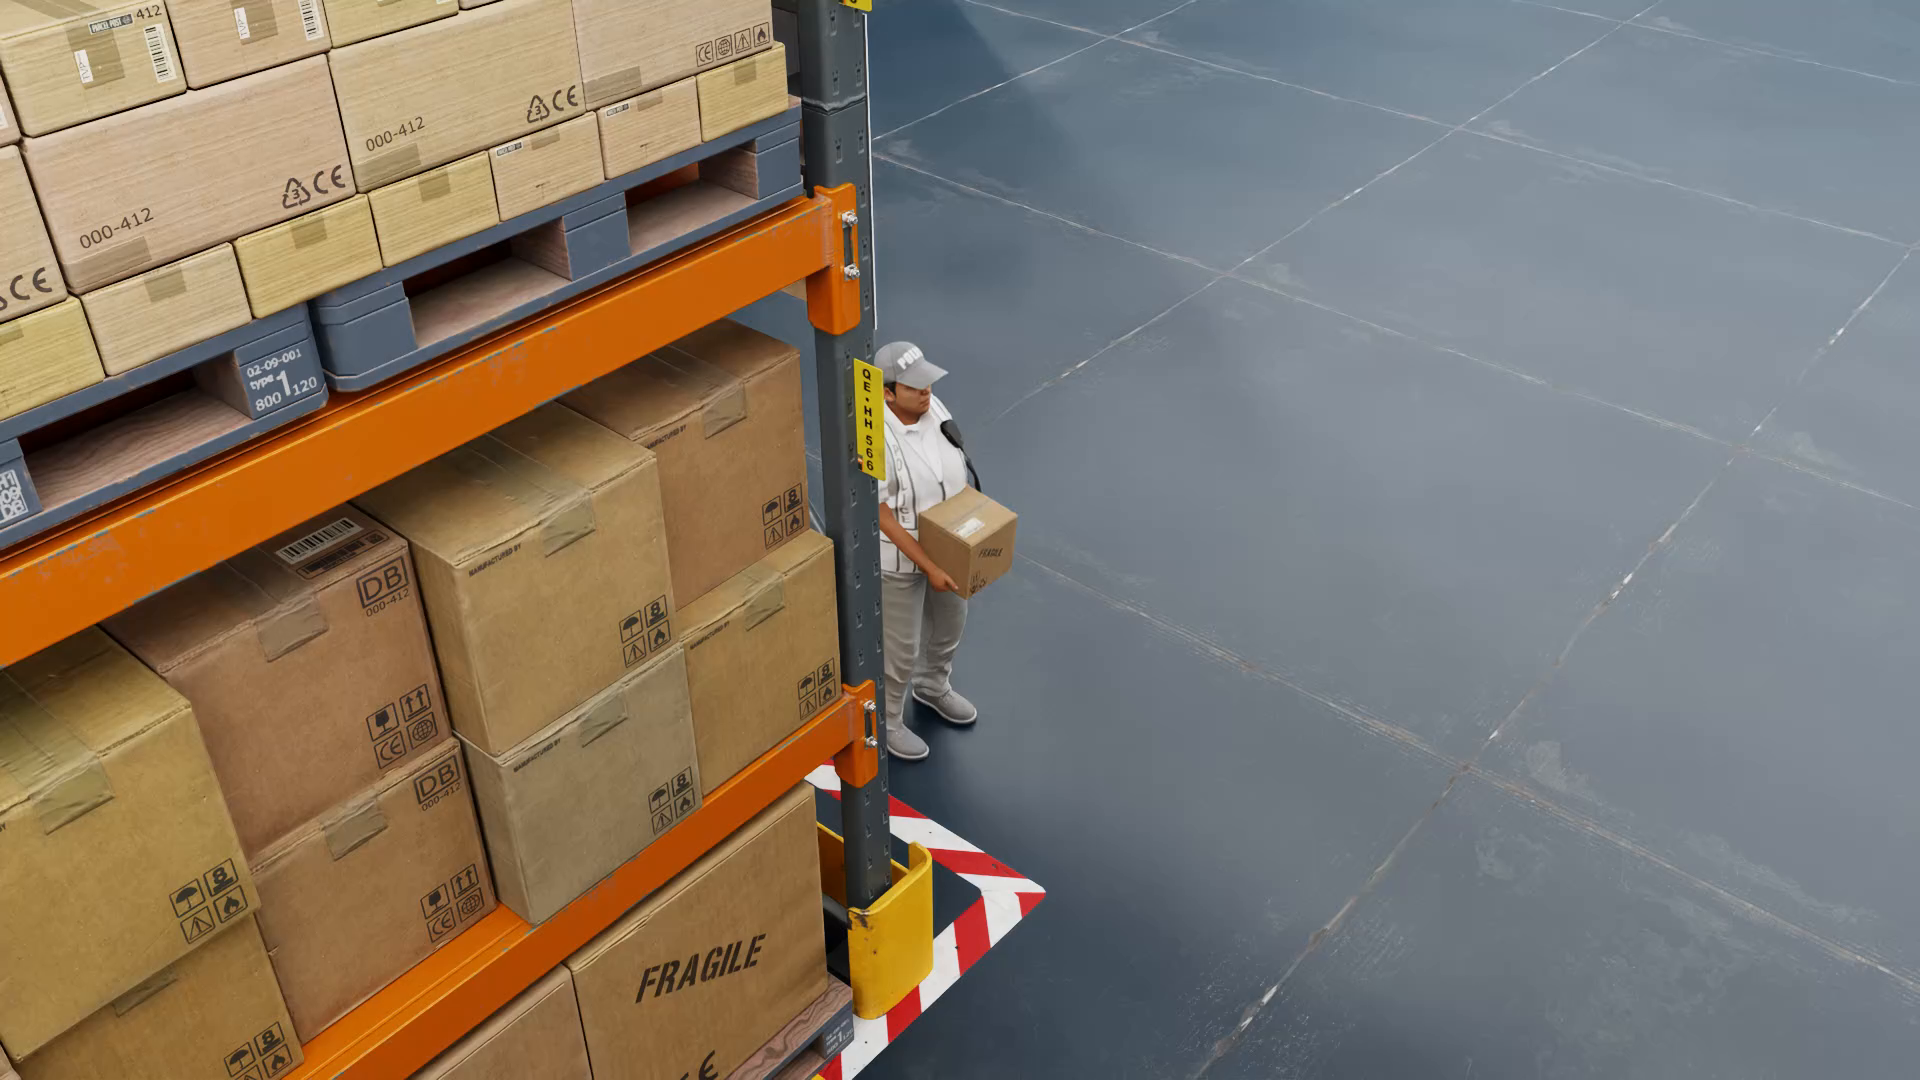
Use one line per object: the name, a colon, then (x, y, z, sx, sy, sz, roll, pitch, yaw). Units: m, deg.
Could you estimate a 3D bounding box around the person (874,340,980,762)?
person: (-0.120, 0.059, 6.062, 0.539, 1.660, 0.456, 27, 43, 32)
